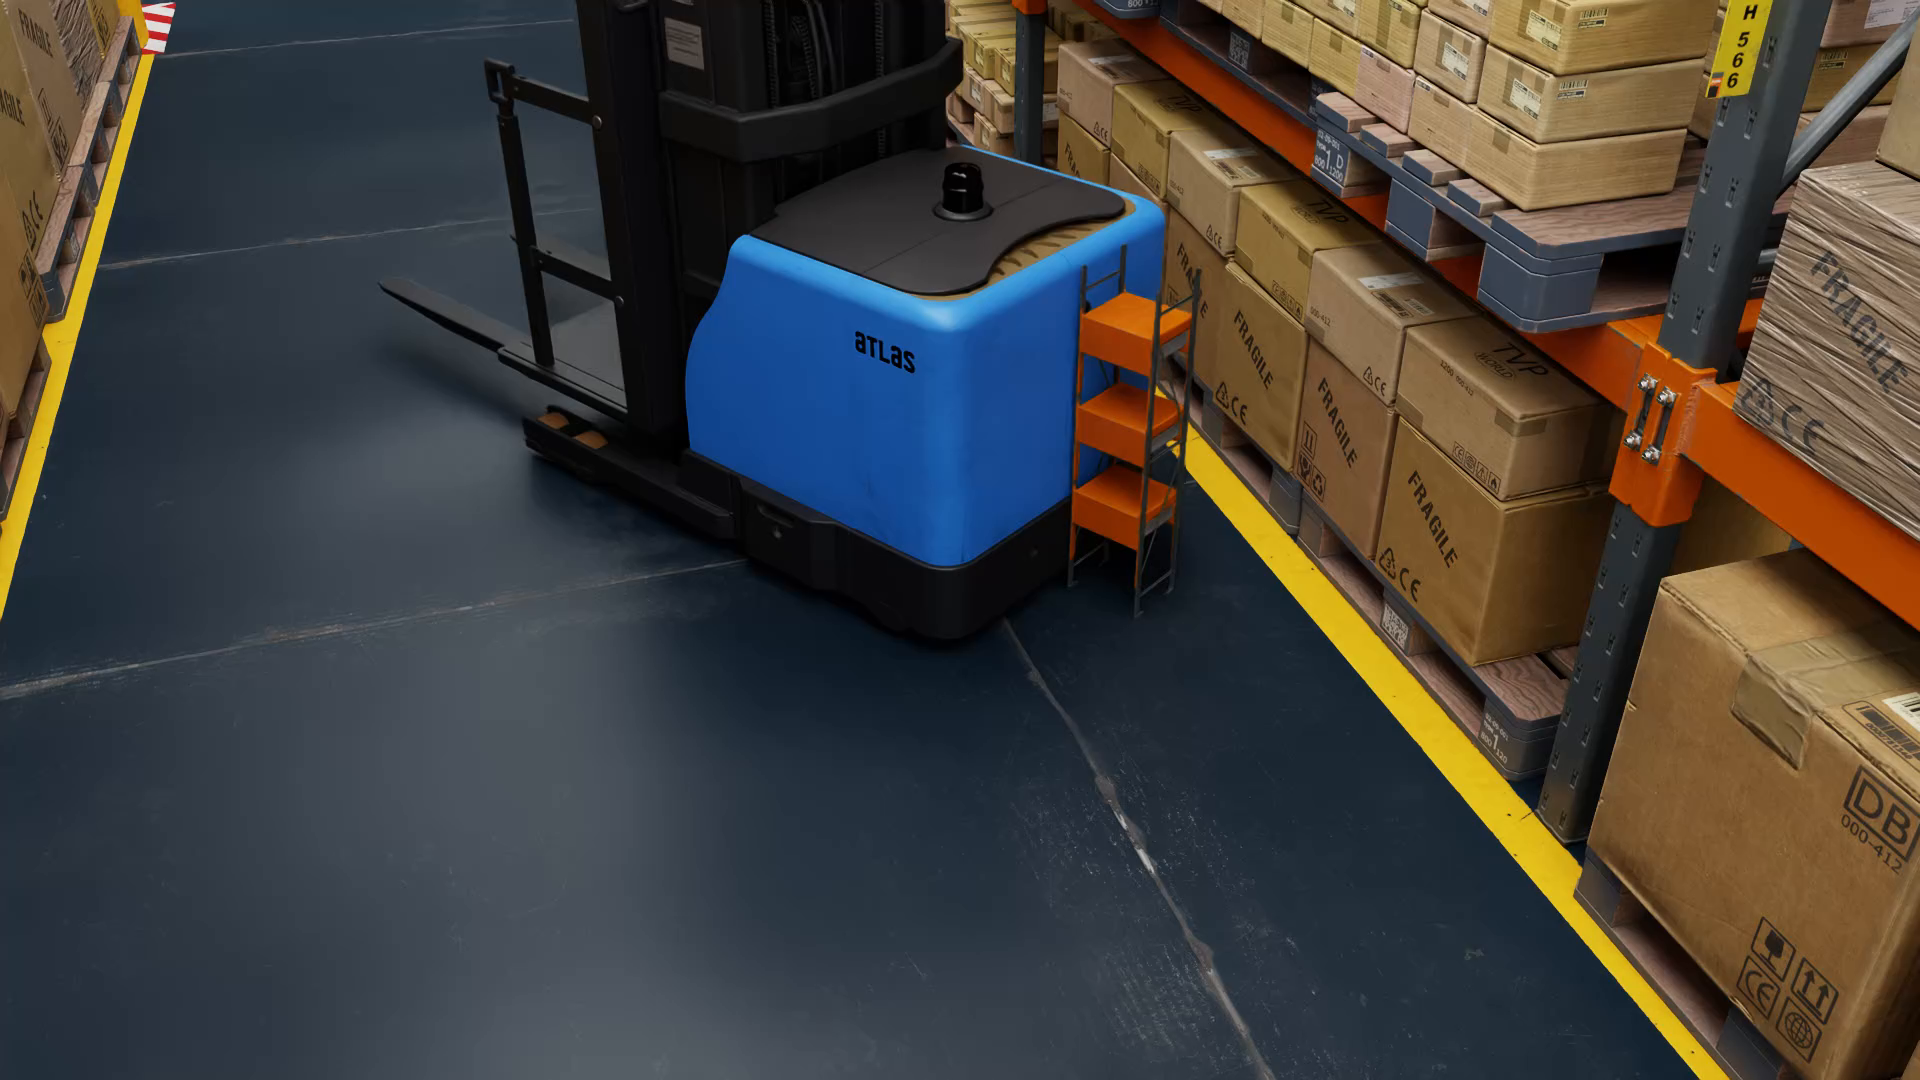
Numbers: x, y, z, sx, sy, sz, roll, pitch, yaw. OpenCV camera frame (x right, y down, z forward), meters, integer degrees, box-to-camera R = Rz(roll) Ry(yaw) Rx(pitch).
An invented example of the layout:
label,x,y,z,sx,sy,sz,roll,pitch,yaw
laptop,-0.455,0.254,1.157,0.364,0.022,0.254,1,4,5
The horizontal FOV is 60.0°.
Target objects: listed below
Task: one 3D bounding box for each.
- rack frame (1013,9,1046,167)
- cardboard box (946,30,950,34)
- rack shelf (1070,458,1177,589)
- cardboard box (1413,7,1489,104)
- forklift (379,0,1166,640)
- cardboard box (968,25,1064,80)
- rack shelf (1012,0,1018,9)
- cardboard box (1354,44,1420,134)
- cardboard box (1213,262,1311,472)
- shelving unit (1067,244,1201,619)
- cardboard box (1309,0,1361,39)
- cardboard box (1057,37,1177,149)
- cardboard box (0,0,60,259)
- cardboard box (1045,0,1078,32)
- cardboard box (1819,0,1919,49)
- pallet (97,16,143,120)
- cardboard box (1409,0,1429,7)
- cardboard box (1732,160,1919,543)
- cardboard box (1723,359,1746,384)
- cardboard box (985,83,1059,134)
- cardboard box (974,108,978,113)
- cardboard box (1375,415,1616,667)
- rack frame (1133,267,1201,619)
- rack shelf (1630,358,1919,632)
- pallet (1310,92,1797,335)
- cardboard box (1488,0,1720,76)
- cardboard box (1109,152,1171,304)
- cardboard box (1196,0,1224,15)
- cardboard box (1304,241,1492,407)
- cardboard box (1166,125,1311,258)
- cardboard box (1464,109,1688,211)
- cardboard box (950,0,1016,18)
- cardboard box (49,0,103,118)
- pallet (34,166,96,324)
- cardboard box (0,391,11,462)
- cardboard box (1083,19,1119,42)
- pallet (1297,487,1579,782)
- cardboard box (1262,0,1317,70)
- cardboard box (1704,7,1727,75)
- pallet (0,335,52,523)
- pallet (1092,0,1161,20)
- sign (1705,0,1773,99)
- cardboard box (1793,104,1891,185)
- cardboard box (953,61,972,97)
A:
label,x,y,z,sx,sy,sz,roll,pitch,yaw
rack frame,0.725,-2.710,6.630,1.000,3.000,0.127,-10,35,-15
cardboard box,0.054,-2.488,8.229,0.380,0.149,0.250,-9,35,-14
rack shelf,0.485,-0.051,4.898,0.240,0.259,0.215,25,41,33
cardboard box,1.278,-1.127,3.811,0.380,0.149,0.250,-9,34,-13
forklift,-0.844,-1.617,5.038,3.031,2.935,1.130,25,41,33
cardboard box,0.253,-2.214,7.545,0.380,0.149,0.250,-10,35,-14
rack shelf,0.115,-3.459,8.417,1.077,0.370,4.000,-10,35,-15
cardboard box,1.204,-1.127,4.082,0.380,0.149,0.250,-9,35,-14
cardboard box,1.164,-0.591,5.311,0.500,0.500,0.500,-12,35,-17
shelving unit,0.485,-0.292,4.739,0.252,1.050,0.215,25,41,33
cardboard box,1.119,-1.396,4.218,0.380,0.149,0.250,-10,35,-15
cardboard box,0.699,-1.722,6.342,0.500,0.250,0.500,-12,35,-17
cardboard box,-4.155,-1.577,6.462,0.875,0.875,0.875,-10,35,-15
cardboard box,0.564,-2.571,8.086,0.380,0.149,0.250,-11,35,-16
cardboard box,1.987,-1.206,3.661,0.380,0.149,0.250,-10,35,-15
pallet,-4.931,-2.459,8.779,1.003,0.211,1.213,-10,35,-15
cardboard box,1.205,-1.378,3.922,0.380,0.149,0.250,-9,35,-13
cardboard box,1.825,-0.370,2.998,0.500,0.500,0.500,-10,35,-14
cardboard box,1.965,-0.457,4.428,0.500,0.250,0.500,-12,35,-17
cardboard box,0.326,-1.931,7.387,0.380,0.149,0.250,-9,35,-14
cardboard box,0.281,-1.994,7.752,0.380,0.149,0.250,-9,35,-13
cardboard box,1.495,-0.043,4.481,0.500,0.500,0.500,-10,35,-15
rack frame,0.578,-0.248,4.673,0.008,1.050,0.200,25,41,33
rack shelf,2.555,0.741,2.061,1.077,0.370,4.000,-10,35,-15
pallet,1.626,-0.886,4.043,1.213,0.211,1.003,-10,35,-15
cardboard box,1.359,-1.108,3.514,0.380,0.149,0.250,-11,35,-17
cardboard box,0.861,-1.132,6.128,0.500,0.500,0.500,-8,34,-13
cardboard box,0.884,-1.678,4.916,0.380,0.149,0.250,-12,35,-17
cardboard box,1.322,-0.633,4.693,0.500,0.250,0.500,-10,35,-14
cardboard box,1.015,-1.175,5.513,0.500,0.250,0.500,-9,34,-13
cardboard box,1.357,-0.862,3.680,0.380,0.149,0.250,-9,35,-14
cardboard box,0.165,-2.493,7.967,0.380,0.149,0.250,-9,34,-13
cardboard box,-4.701,-2.517,7.885,0.875,0.875,0.875,-10,35,-15
pallet,-4.187,-1.177,6.840,1.003,0.211,1.213,-10,35,-15
cardboard box,-3.542,-0.416,4.704,1.225,0.875,0.875,-11,35,-16
cardboard box,0.790,-2.314,7.696,0.380,0.149,0.250,-8,34,-12
pallet,1.708,0.143,4.841,1.003,0.211,1.213,-10,35,-15
cardboard box,1.048,-1.400,4.494,0.380,0.149,0.250,-12,35,-17
cardboard box,1.904,-1.234,3.973,0.380,0.149,0.250,-8,34,-12
pallet,-3.722,-0.373,5.622,1.003,0.211,1.213,-10,35,-15
pallet,0.819,-2.204,6.038,1.003,0.211,1.213,-10,35,-15
sign,1.431,-0.963,3.008,0.100,0.325,0.005,-10,35,-15
cardboard box,2.001,-0.949,3.812,0.380,0.149,0.250,-10,35,-15
cardboard box,0.133,-2.209,7.807,0.380,0.149,0.250,-11,35,-16
